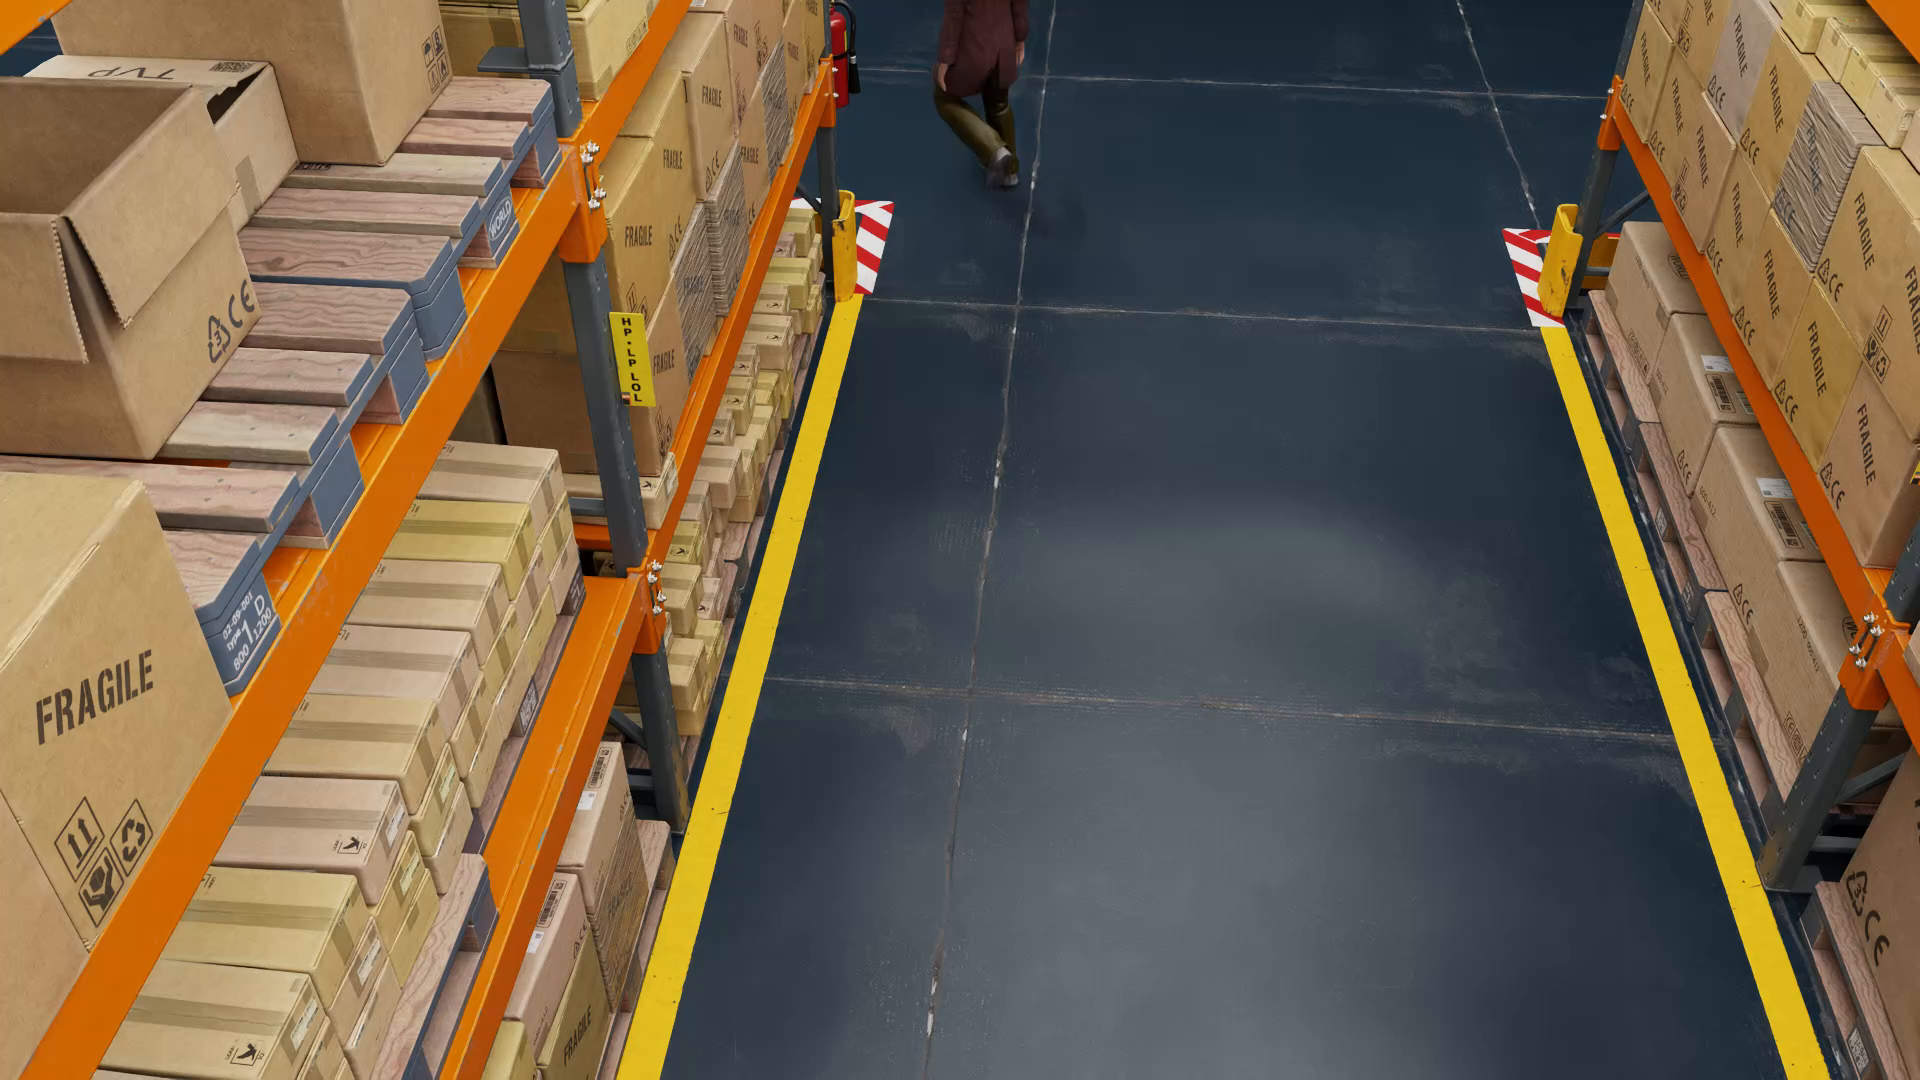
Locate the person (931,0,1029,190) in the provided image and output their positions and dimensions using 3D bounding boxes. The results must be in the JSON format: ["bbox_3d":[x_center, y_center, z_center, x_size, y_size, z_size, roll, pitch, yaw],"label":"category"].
[{"bbox_3d":[0.126,-2.819,9.549,0.638,1.761,0.561,-26,46,-28],"label":"person"}]
